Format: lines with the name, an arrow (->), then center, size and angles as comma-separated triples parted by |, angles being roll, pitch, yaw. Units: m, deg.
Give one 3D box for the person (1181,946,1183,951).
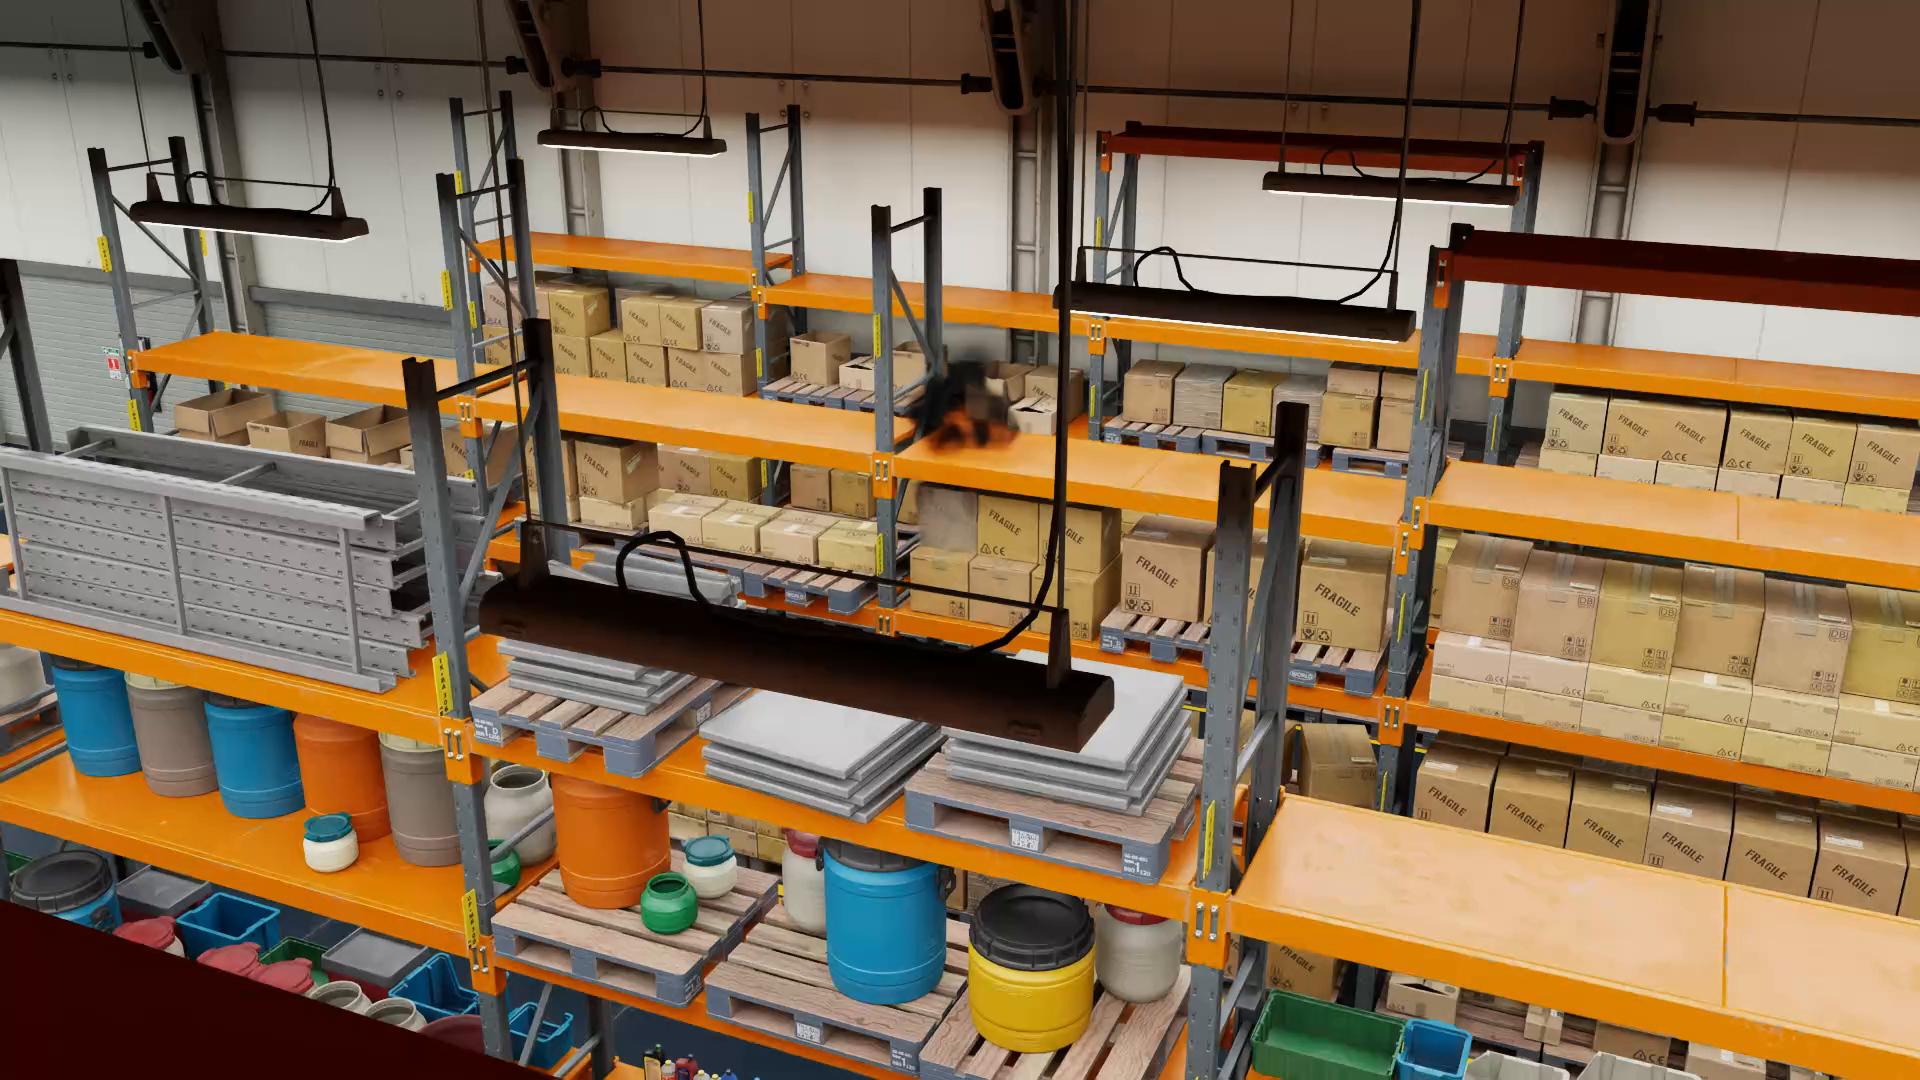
person -> 1.368, 3.395, 11.246 | 0.794, 1.754, 0.564 | 6, 21, 15
